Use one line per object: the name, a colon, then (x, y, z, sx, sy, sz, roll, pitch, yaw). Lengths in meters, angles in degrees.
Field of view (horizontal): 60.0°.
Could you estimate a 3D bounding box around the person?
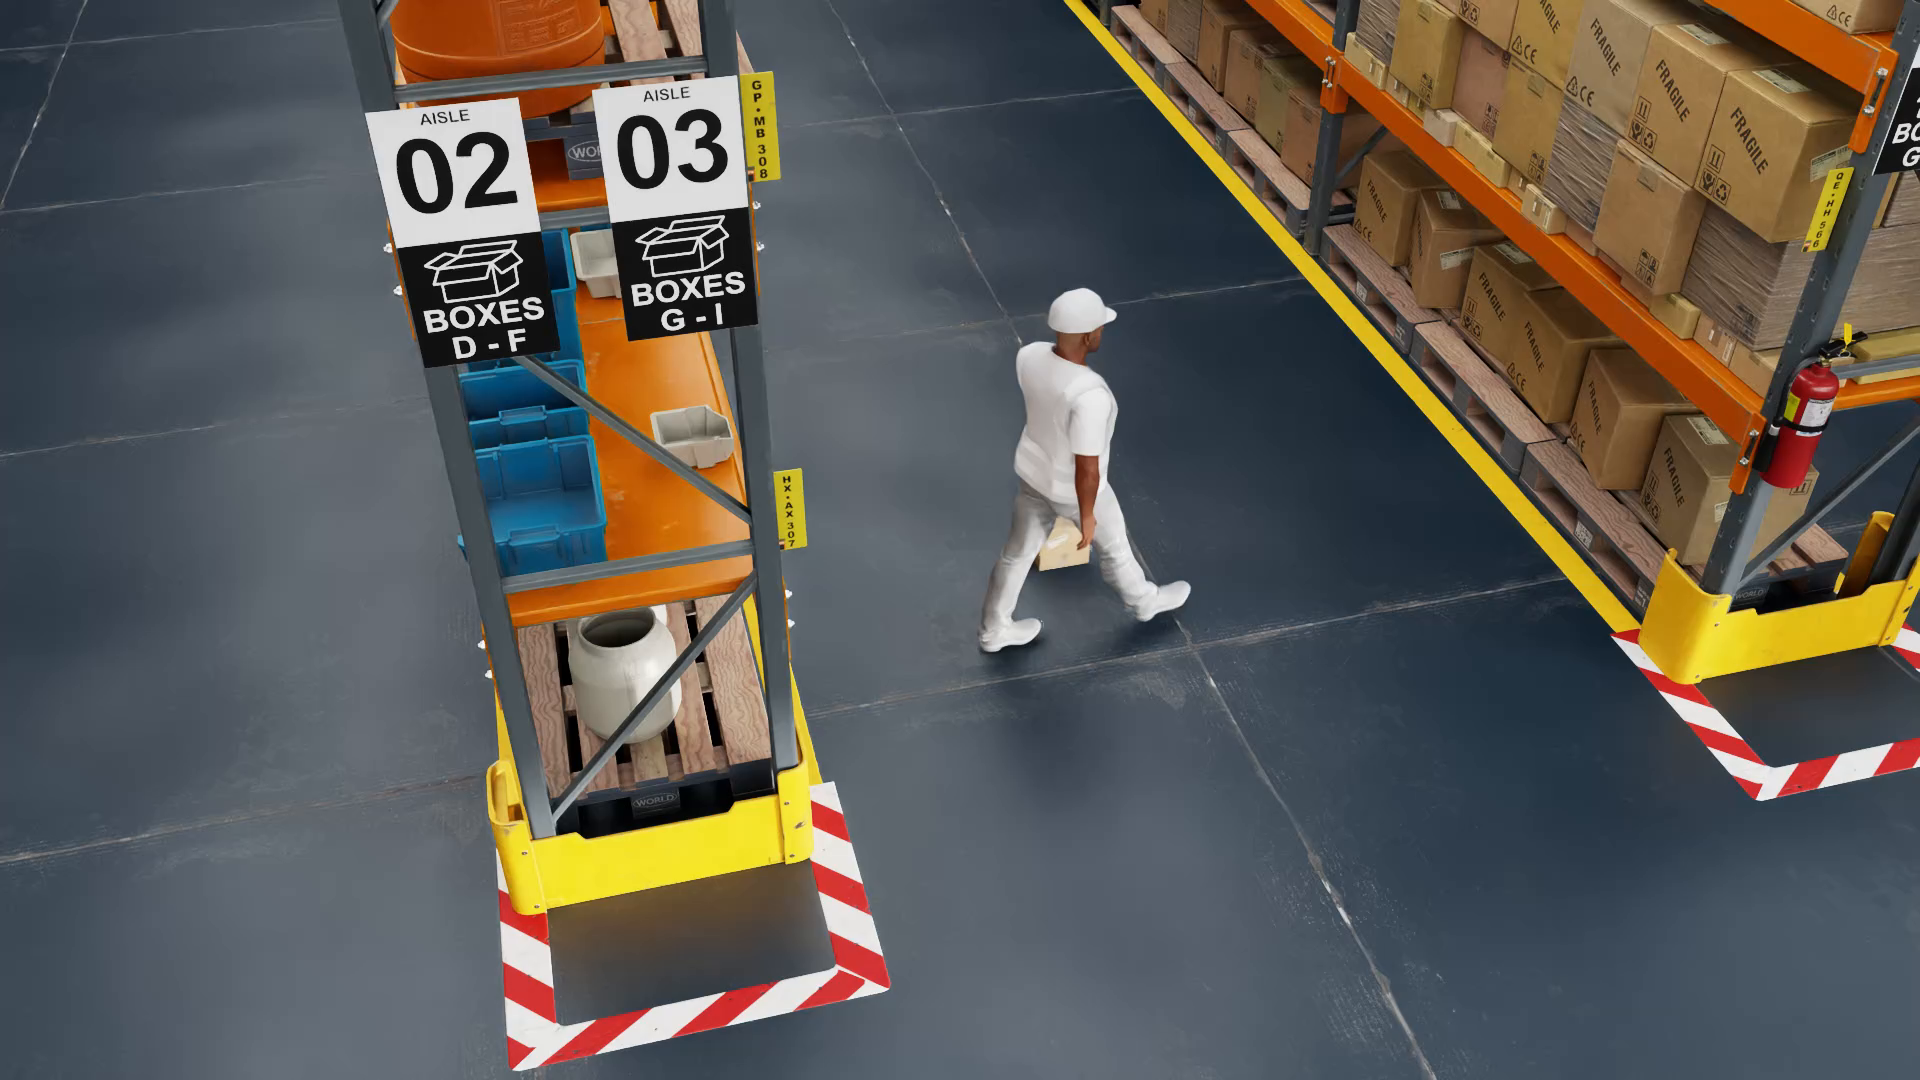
person: (0.524, -0.319, 7.090, 0.989, 1.714, 0.585, -26, 45, -29)
